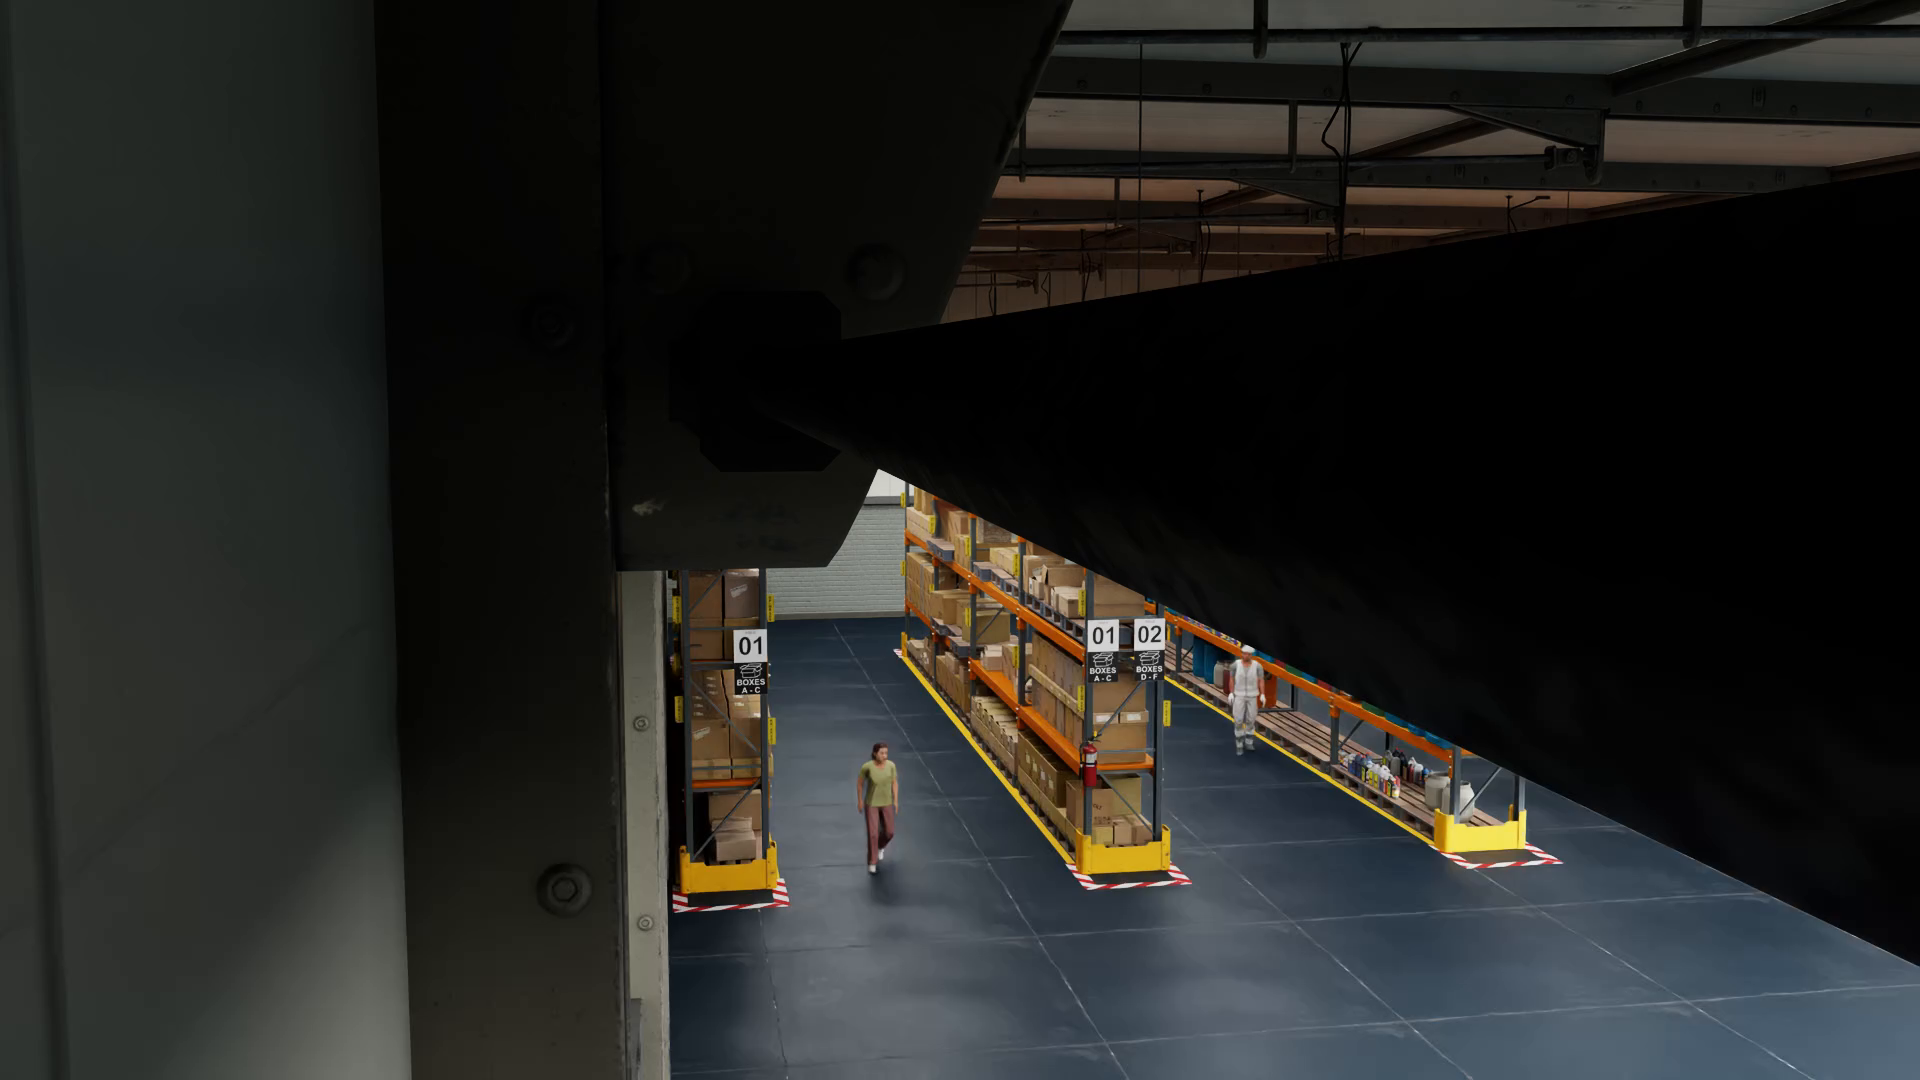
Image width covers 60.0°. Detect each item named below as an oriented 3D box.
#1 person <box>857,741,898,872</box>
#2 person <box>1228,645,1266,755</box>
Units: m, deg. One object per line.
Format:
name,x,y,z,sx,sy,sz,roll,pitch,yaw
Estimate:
person,-1.066,3.335,21.093,0.500,1.653,0.590,-2,6,-20
person,4.726,2.630,27.358,0.618,1.854,0.507,1,6,11
